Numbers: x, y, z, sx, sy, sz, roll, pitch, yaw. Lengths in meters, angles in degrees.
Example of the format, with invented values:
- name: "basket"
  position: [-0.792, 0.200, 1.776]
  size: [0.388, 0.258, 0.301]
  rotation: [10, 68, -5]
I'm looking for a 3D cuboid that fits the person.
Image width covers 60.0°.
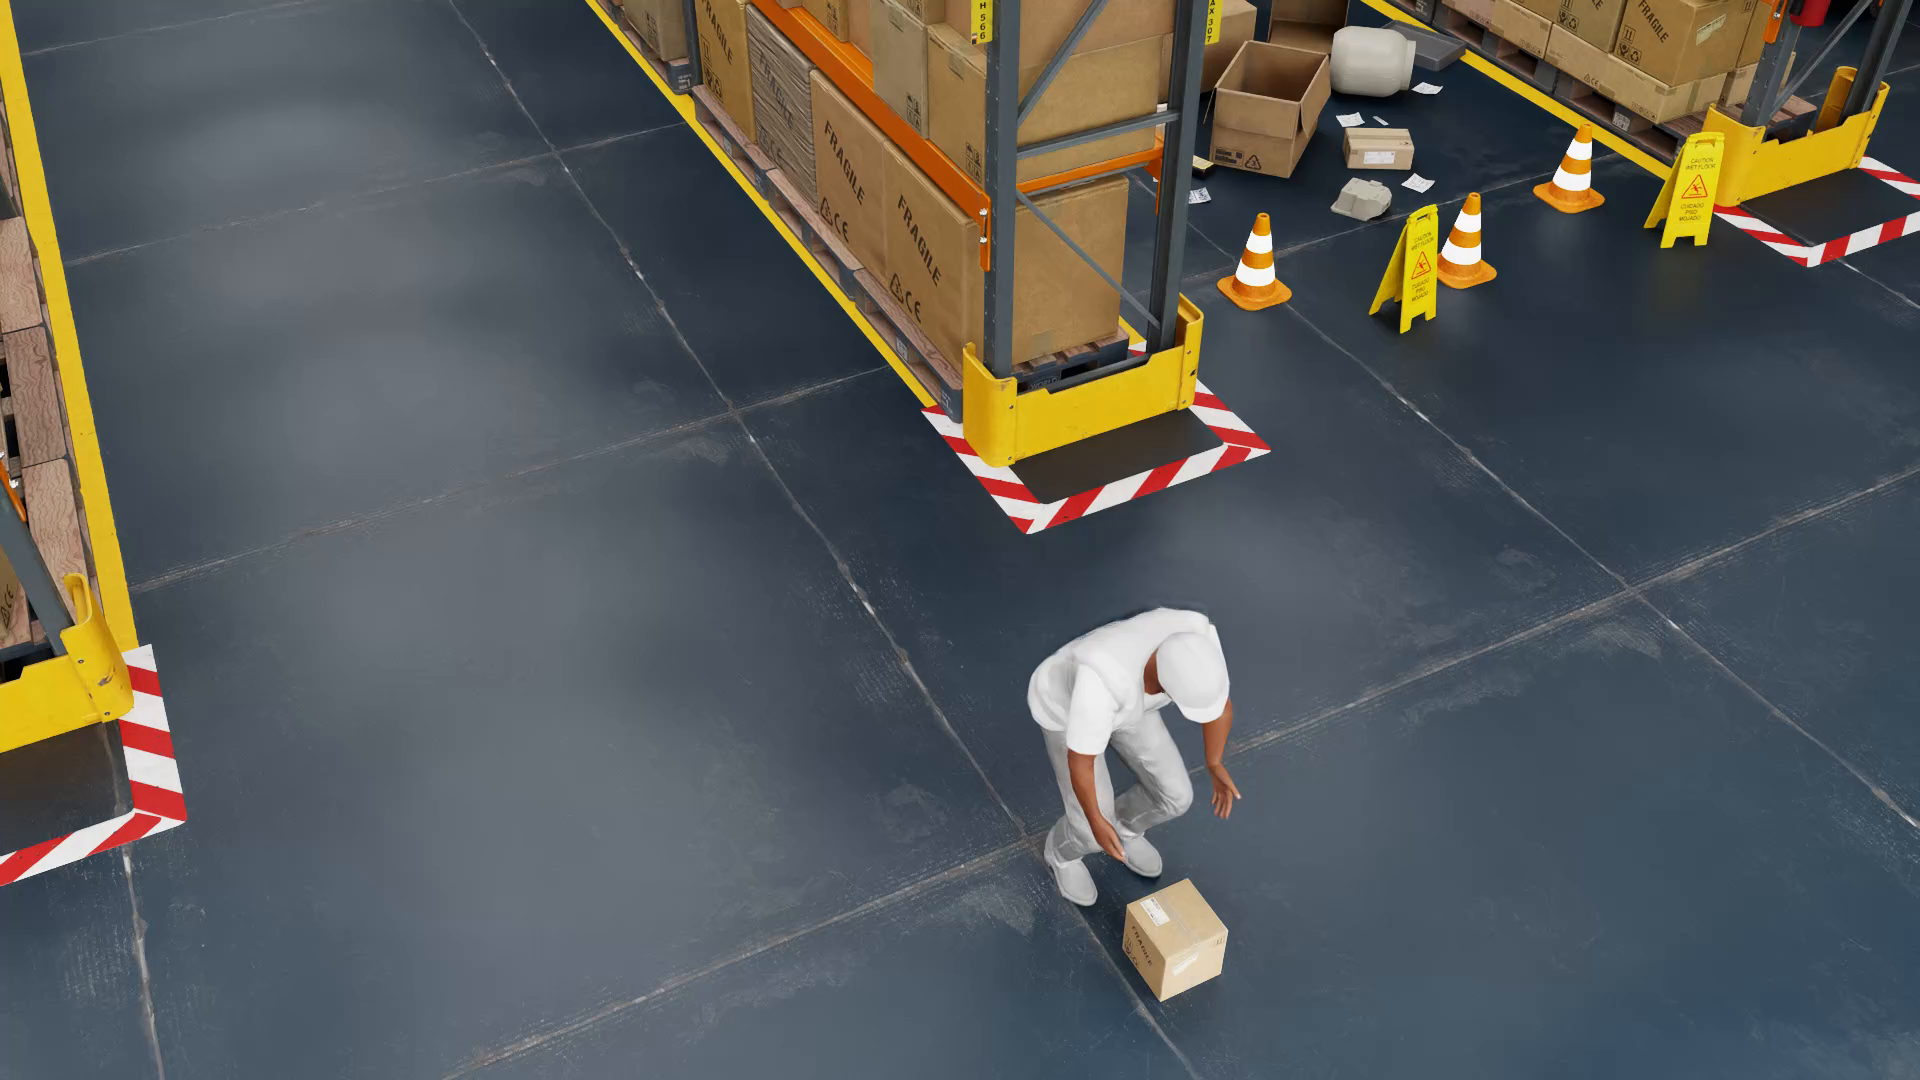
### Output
- name: "person"
  position: [0.584, 0.682, 5.635]
  size: [0.631, 1.401, 0.763]
  rotation: [-19, 44, -20]
